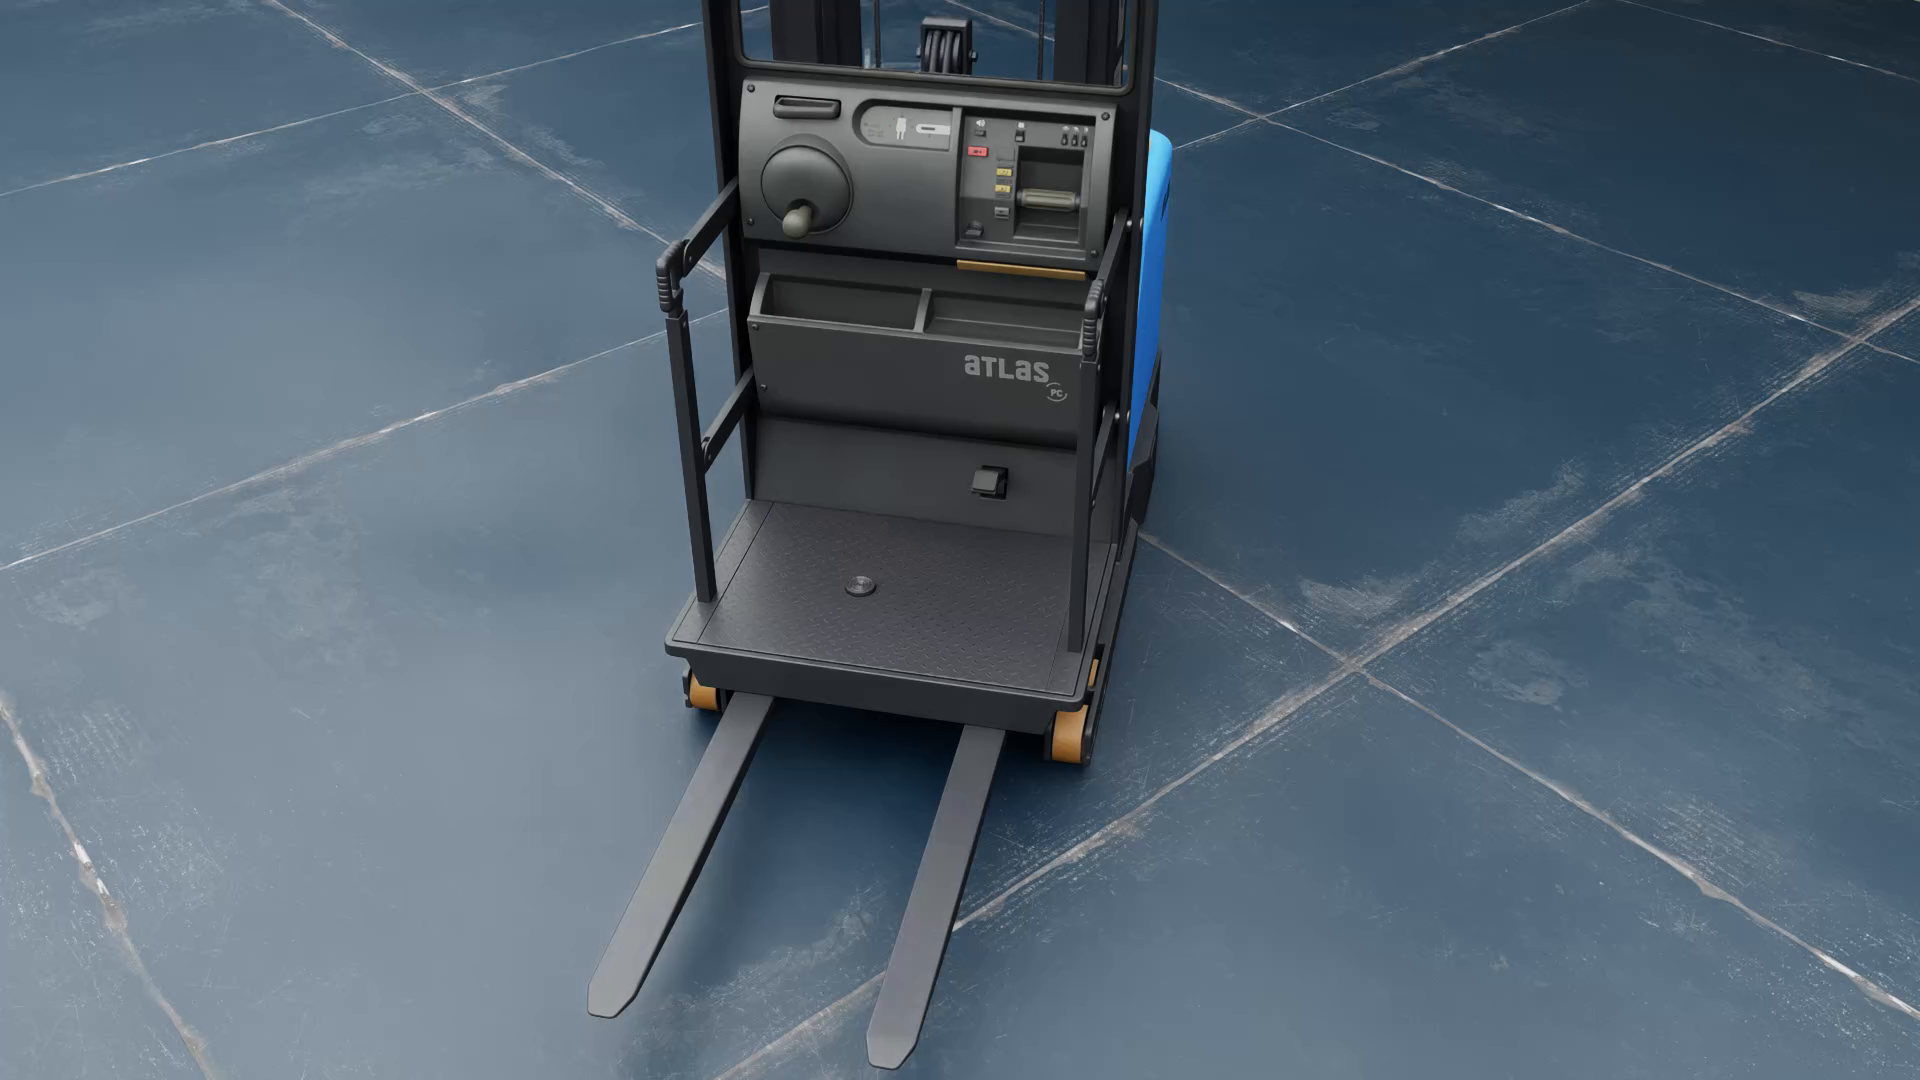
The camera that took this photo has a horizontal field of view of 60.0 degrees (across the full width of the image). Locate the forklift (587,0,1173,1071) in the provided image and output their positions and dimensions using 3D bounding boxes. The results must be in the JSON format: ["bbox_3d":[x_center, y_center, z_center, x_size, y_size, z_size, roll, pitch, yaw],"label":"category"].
[{"bbox_3d":[-0.133,-0.841,3.902,1.130,2.935,3.031,7,36,10],"label":"forklift"}]
